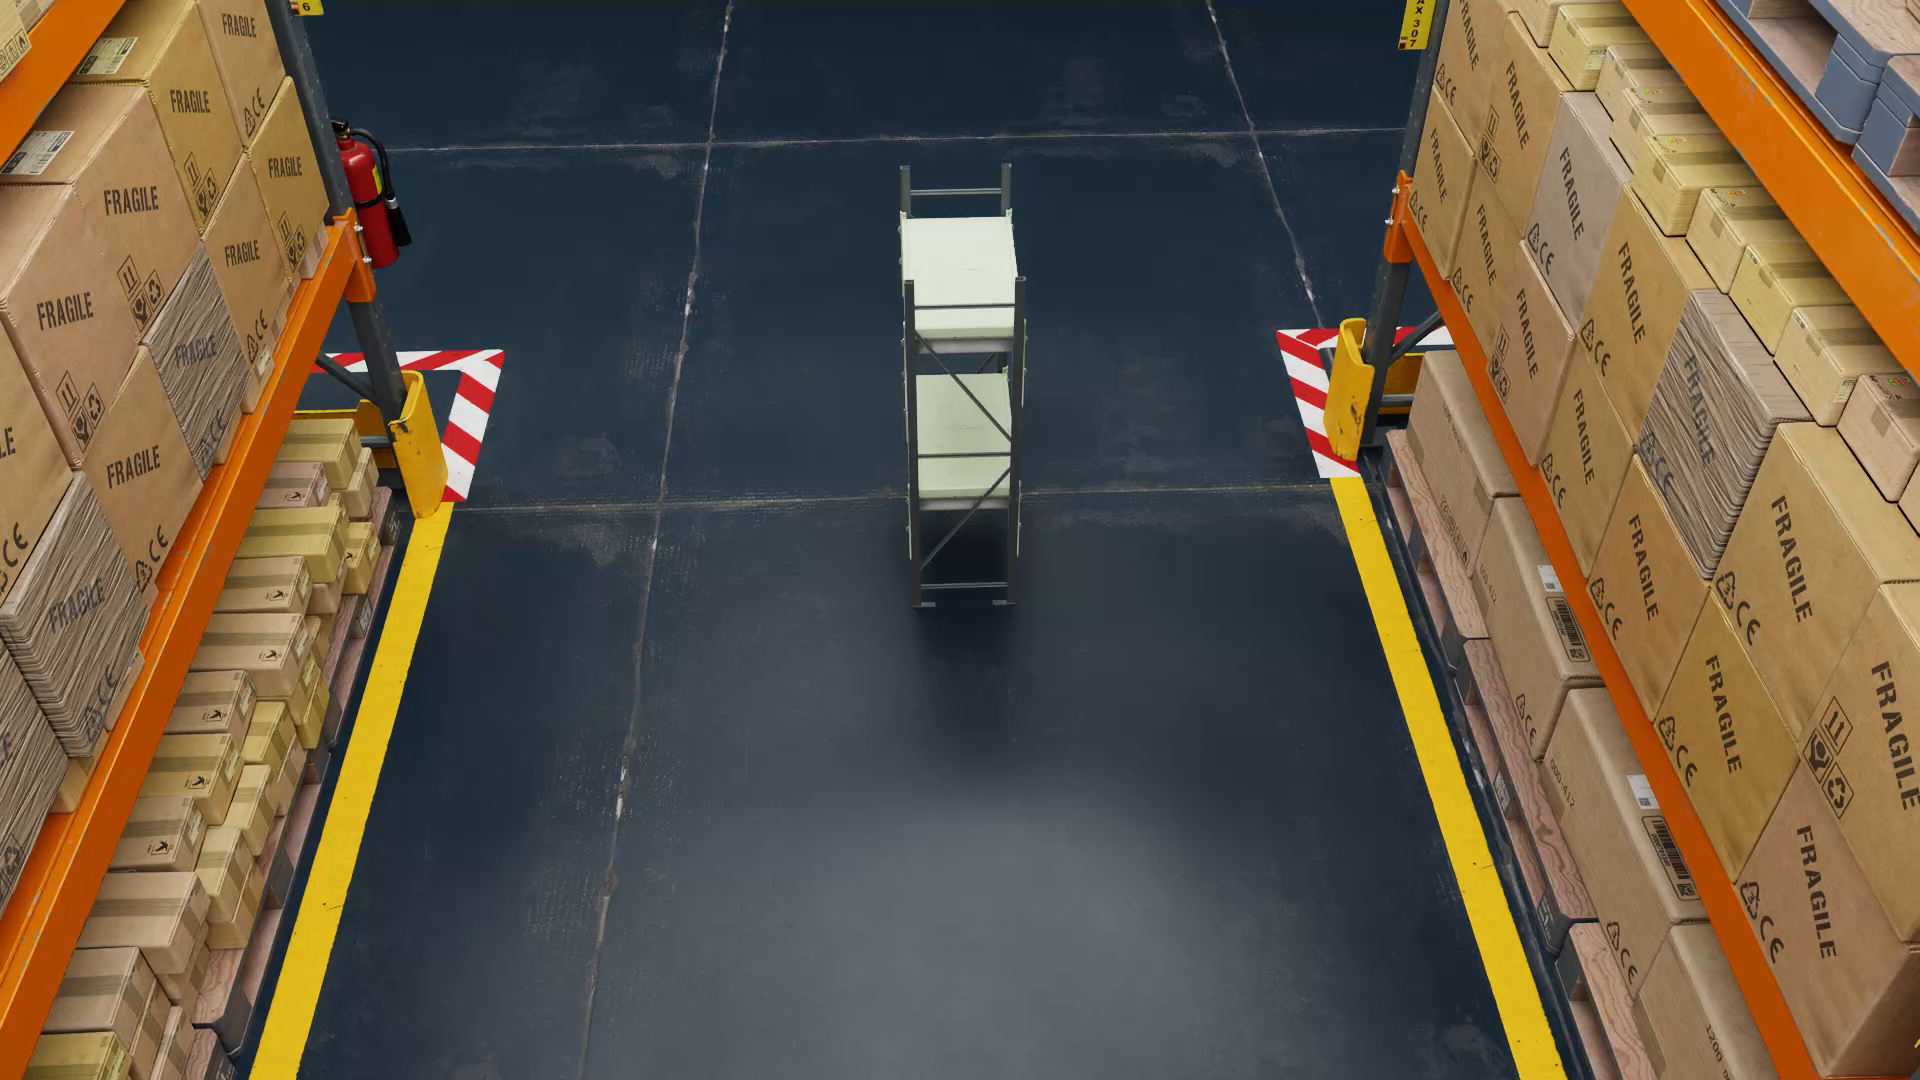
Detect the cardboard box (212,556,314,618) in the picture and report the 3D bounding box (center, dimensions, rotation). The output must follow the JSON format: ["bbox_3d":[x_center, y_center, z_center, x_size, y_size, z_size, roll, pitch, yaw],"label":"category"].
[{"bbox_3d":[-2.439,0.199,5.672,0.380,0.149,0.250,-3,43,-4],"label":"cardboard box"}]

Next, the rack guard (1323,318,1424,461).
[{"bbox_3d":[2.187,-0.652,7.092,1.175,0.500,0.348,-2,43,-2],"label":"rack guard"}]

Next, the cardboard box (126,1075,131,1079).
[{"bbox_3d":[-2.426,1.554,4.414,0.380,0.149,0.250,-2,43,-2],"label":"cardboard box"}]

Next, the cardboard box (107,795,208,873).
[{"bbox_3d":[-2.461,0.903,4.903,0.380,0.149,0.250,-3,43,-4],"label":"cardboard box"}]

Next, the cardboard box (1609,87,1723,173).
[{"bbox_3d":[1.966,-1.078,4.412,0.380,0.149,0.250,-1,43,-1],"label":"cardboard box"}]

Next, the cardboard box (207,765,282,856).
[{"bbox_3d":[-2.356,0.846,5.186,0.380,0.149,0.250,-1,43,-1],"label":"cardboard box"}]

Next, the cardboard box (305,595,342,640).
[{"bbox_3d":[-2.486,0.250,6.057,0.380,0.149,0.250,-2,43,-2],"label":"cardboard box"}]

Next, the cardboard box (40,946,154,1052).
[{"bbox_3d":[-2.438,1.259,4.515,0.380,0.149,0.250,-3,43,-3],"label":"cardboard box"}]

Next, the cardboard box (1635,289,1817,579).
[{"bbox_3d":[2.017,-0.259,3.999,0.500,0.500,0.500,-1,43,-1],"label":"cardboard box"}]

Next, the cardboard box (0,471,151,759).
[{"bbox_3d":[-2.367,0.190,4.029,0.500,0.500,0.500,-2,43,-3],"label":"cardboard box"}]

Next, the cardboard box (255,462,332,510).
[{"bbox_3d":[-2.525,-0.149,6.051,0.380,0.149,0.250,-1,43,-1],"label":"cardboard box"}]

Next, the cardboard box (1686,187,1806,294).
[{"bbox_3d":[2.010,-0.731,4.033,0.380,0.149,0.250,-2,43,-2],"label":"cardboard box"}]

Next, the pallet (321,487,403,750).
[{"bbox_3d":[-2.751,0.281,6.287,1.003,0.211,1.213,-2,43,-2],"label":"pallet"}]

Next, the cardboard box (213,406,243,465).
[{"bbox_3d":[-2.443,-0.354,5.103,0.380,0.149,0.250,-3,43,-4],"label":"cardboard box"}]

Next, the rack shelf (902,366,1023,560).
[{"bbox_3d":[0.000,-0.308,6.459,0.431,0.370,0.720,-2,43,-2],"label":"rack shelf"}]

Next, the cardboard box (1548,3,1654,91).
[{"bbox_3d":[1.934,-1.424,4.789,0.380,0.149,0.250,-3,43,-3],"label":"cardboard box"}]

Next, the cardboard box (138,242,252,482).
[{"bbox_3d":[-2.430,-0.508,4.790,0.500,0.500,0.500,-2,43,-2],"label":"cardboard box"}]

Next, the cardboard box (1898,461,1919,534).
[{"bbox_3d":[2.123,-0.050,3.291,0.380,0.149,0.250,-2,43,-2],"label":"cardboard box"}]

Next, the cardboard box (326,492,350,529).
[{"bbox_3d":[-2.489,-0.035,6.147,0.380,0.149,0.250,-3,43,-3],"label":"cardboard box"}]

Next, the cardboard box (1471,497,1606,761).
[{"bbox_3d":[2.363,0.292,5.796,0.875,0.438,0.875,-1,43,-1],"label":"cardboard box"}]

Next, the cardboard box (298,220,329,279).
[{"bbox_3d":[-2.457,-1.043,5.853,0.380,0.149,0.250,-2,43,-2],"label":"cardboard box"}]

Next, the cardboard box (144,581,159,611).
[{"bbox_3d":[-2.431,0.178,4.522,0.380,0.149,0.250,0,43,0],"label":"cardboard box"}]

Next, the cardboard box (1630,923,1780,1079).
[{"bbox_3d":[2.438,1.506,4.473,0.875,0.438,0.875,-2,43,-2],"label":"cardboard box"}]

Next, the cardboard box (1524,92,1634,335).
[{"bbox_3d":[1.982,-0.935,4.736,0.500,0.500,0.500,-2,43,-2],"label":"cardboard box"}]

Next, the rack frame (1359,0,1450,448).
[{"bbox_3d":[2.188,-1.558,6.229,1.000,3.000,0.127,-2,43,-2],"label":"rack frame"}]

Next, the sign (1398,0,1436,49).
[{"bbox_3d":[1.633,-1.894,5.897,0.100,0.325,0.005,-2,43,-2],"label":"sign"}]

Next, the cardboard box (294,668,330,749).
[{"bbox_3d":[-2.389,0.586,5.689,0.380,0.149,0.250,-3,43,-4],"label":"cardboard box"}]

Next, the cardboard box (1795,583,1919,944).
[{"bbox_3d":[2.062,0.427,3.250,0.500,0.500,0.500,-2,43,-2],"label":"cardboard box"}]

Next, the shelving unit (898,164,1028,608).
[{"bbox_3d":[0.000,-0.548,6.238,0.431,1.500,0.755,-2,43,-2],"label":"shelving unit"}]

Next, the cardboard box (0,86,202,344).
[{"bbox_3d":[-2.433,-0.868,4.443,0.500,0.500,0.500,0,43,0],"label":"cardboard box"}]

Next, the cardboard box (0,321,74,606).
[{"bbox_3d":[-2.387,-0.164,3.675,0.500,0.500,0.500,-1,43,-1],"label":"cardboard box"}]

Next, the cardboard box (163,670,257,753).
[{"bbox_3d":[-2.472,0.560,5.278,0.380,0.149,0.250,-3,43,-3],"label":"cardboard box"}]

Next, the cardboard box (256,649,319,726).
[{"bbox_3d":[-2.387,0.487,5.577,0.380,0.149,0.250,-1,43,-1],"label":"cardboard box"}]

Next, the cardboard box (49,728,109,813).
[{"bbox_3d":[-2.369,0.539,4.128,0.380,0.149,0.250,-1,43,-1],"label":"cardboard box"}]

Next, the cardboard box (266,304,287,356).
[{"bbox_3d":[-2.459,-0.705,5.485,0.380,0.149,0.250,-2,43,-2],"label":"cardboard box"}]

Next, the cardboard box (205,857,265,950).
[{"bbox_3d":[-2.374,1.119,5.108,0.380,0.149,0.250,-3,43,-3],"label":"cardboard box"}]

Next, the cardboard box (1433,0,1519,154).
[{"bbox_3d":[1.923,-1.631,5.495,0.500,0.500,0.500,-3,43,-3],"label":"cardboard box"}]

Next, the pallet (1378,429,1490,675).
[{"bbox_3d":[2.300,0.008,6.585,1.003,0.211,1.213,-2,43,-2],"label":"pallet"}]

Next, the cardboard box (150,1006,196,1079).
[{"bbox_3d":[-2.413,1.478,4.716,0.380,0.149,0.250,-2,43,-3],"label":"cardboard box"}]

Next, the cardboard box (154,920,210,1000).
[{"bbox_3d":[-2.423,1.185,4.816,0.380,0.149,0.250,0,43,0],"label":"cardboard box"}]

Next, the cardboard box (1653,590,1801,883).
[{"bbox_3d":[2.055,0.453,3.962,0.500,0.500,0.500,-3,43,-3],"label":"cardboard box"}]

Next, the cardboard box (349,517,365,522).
[{"bbox_3d":[-2.523,-0.102,6.440,0.380,0.149,0.250,-1,43,-1],"label":"cardboard box"}]

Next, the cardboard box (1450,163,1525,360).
[{"bbox_3d":[1.970,-0.921,5.461,0.500,0.500,0.500,-2,43,-2],"label":"cardboard box"}]

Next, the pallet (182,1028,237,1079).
[{"bbox_3d":[-2.648,1.929,4.490,1.003,0.211,1.213,-2,43,-2],"label":"pallet"}]

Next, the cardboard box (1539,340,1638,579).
[{"bbox_3d":[2.012,-0.240,4.718,0.500,0.500,0.500,0,43,0],"label":"cardboard box"}]

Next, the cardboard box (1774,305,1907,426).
[{"bbox_3d":[2.048,-0.389,3.660,0.380,0.149,0.250,-2,43,-2],"label":"cardboard box"}]

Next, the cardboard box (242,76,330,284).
[{"bbox_3d":[-2.477,-1.198,5.543,0.500,0.500,0.500,-1,43,-1],"label":"cardboard box"}]

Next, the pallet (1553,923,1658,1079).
[{"bbox_3d":[2.403,1.655,4.788,1.003,0.211,1.213,-2,43,-2],"label":"pallet"}]

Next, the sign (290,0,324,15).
[{"bbox_3d":[-2.198,-1.893,5.504,0.100,0.325,0.005,-2,43,-2],"label":"sign"}]

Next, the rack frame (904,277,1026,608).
[{"bbox_3d":[0.016,-0.301,5.969,0.400,1.500,0.023,-2,43,-2],"label":"rack frame"}]

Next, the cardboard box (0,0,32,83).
[{"bbox_3d":[-2.391,-1.060,3.578,0.500,0.250,0.500,0,43,0],"label":"cardboard box"}]

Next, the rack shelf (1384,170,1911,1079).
[{"bbox_3d":[2.273,0.058,4.999,1.077,0.370,4.000,-2,43,-2],"label":"rack shelf"}]

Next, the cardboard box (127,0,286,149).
[{"bbox_3d":[-2.486,-1.561,5.198,0.500,0.500,0.500,-2,43,-3],"label":"cardboard box"}]
